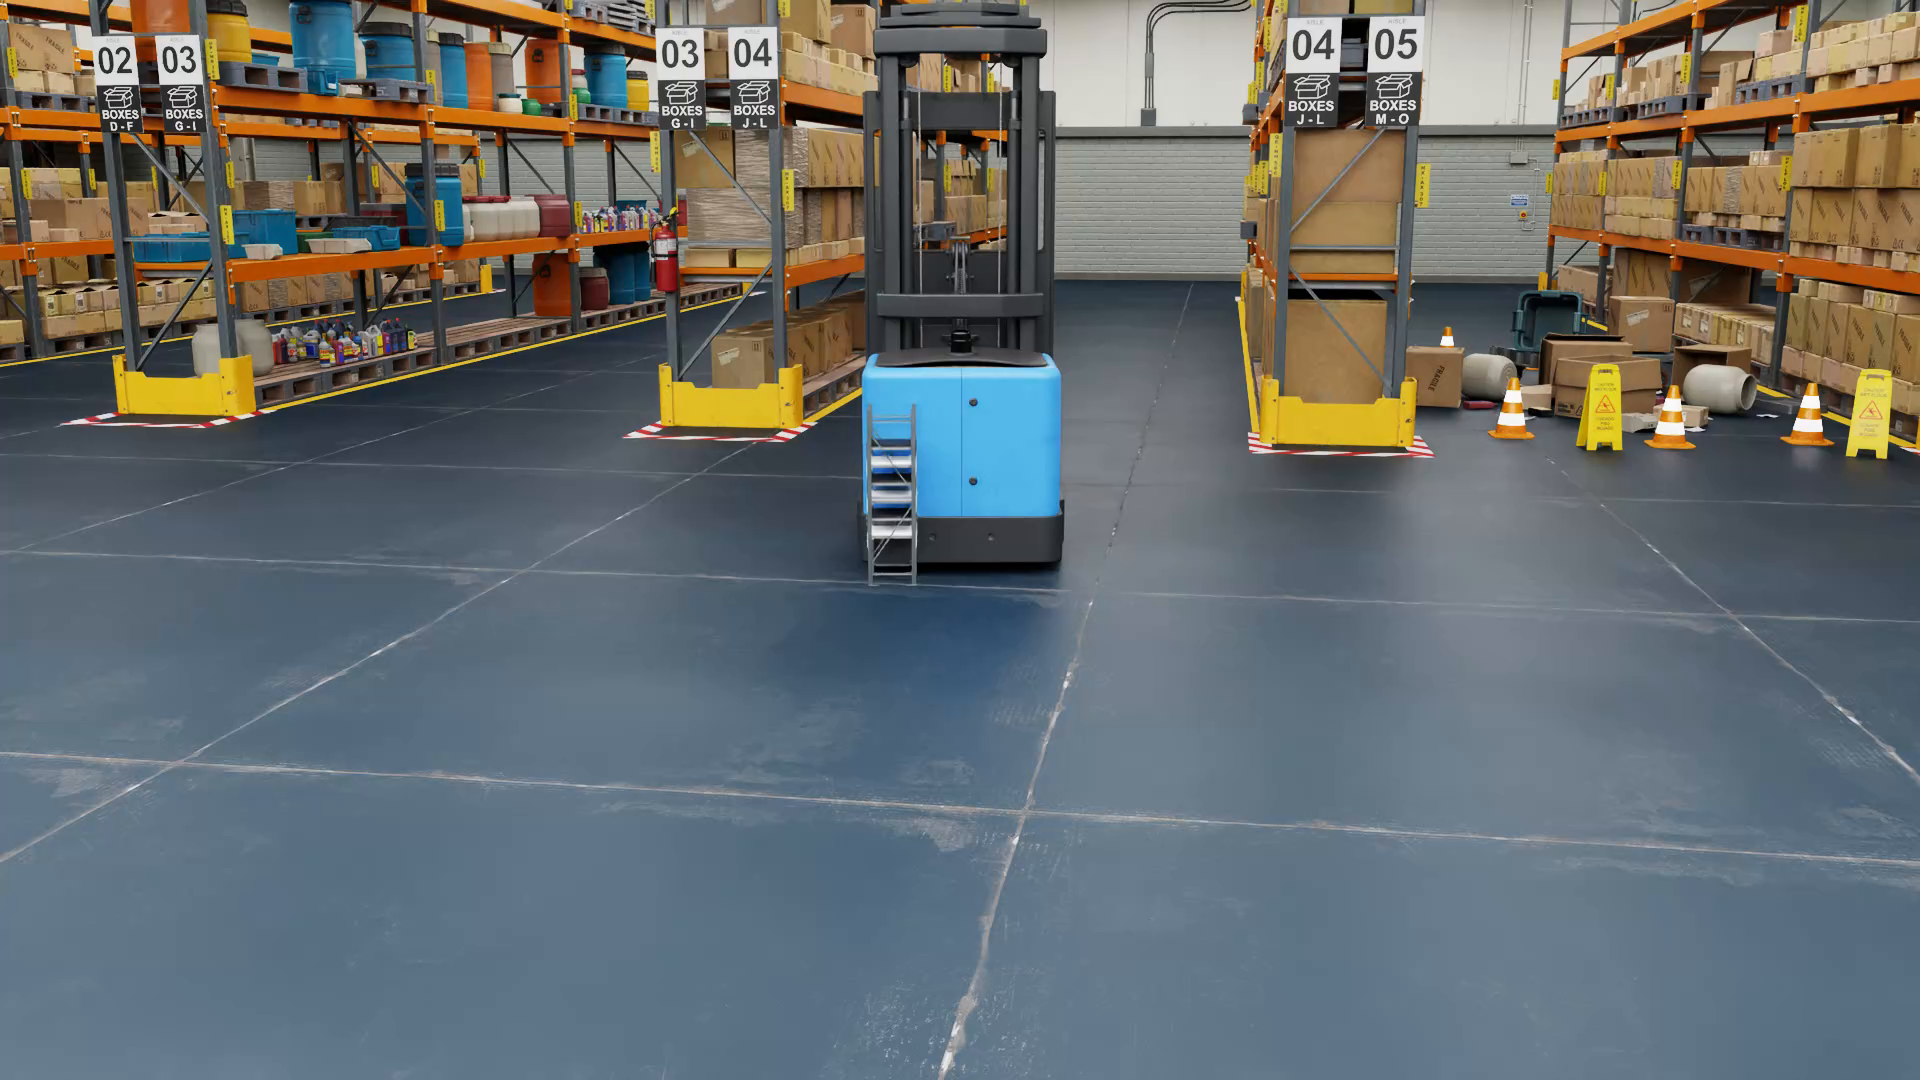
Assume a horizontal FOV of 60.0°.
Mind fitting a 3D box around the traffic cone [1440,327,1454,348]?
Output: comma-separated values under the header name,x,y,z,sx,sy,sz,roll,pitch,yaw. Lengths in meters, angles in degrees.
name,x,y,z,sx,sy,sz,roll,pitch,yaw
traffic cone,5.268,-2.066,17.982,0.336,0.463,0.334,2,12,9

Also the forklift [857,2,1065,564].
name,x,y,z,sx,sy,sz,roll,pitch,yaw
forklift,-0.007,-1.565,9.796,1.130,2.935,3.031,0,12,-1

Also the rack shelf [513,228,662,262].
name,x,y,z,sx,sy,sz,roll,pitch,yaw
rack shelf,-5.287,-4.315,24.105,1.077,0.370,4.000,2,12,9

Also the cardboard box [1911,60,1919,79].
name,x,y,z,sx,sy,sz,roll,pitch,yaw
cardboard box,7.816,-3.742,13.212,0.380,0.149,0.250,2,12,8

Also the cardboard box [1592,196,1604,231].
name,x,y,z,sx,sy,sz,roll,pitch,yaw
cardboard box,9.526,-4.756,24.203,0.500,0.500,0.500,2,12,9

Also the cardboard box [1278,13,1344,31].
name,x,y,z,sx,sy,sz,roll,pitch,yaw
cardboard box,2.832,-4.251,13.394,0.500,0.250,0.500,2,12,9

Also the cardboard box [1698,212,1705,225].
name,x,y,z,sx,sy,sz,roll,pitch,yaw
cardboard box,8.694,-3.677,19.034,0.380,0.149,0.250,1,12,5

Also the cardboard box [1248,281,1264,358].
name,x,y,z,sx,sy,sz,roll,pitch,yaw
cardboard box,3.576,-2.314,17.452,1.050,0.750,0.750,2,12,8

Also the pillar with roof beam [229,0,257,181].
name,x,y,z,sx,sy,sz,roll,pitch,yaw
pillar with roof beam,-10.339,-9.620,32.773,9.100,9.000,0.400,2,12,9

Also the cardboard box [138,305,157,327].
name,x,y,z,sx,sy,sz,roll,pitch,yaw
cardboard box,-10.561,-2.837,21.066,0.500,0.250,0.500,2,12,10

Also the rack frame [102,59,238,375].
name,x,y,z,sx,sy,sz,roll,pitch,yaw
rack frame,-6.825,-2.585,14.370,1.000,3.000,0.127,2,12,9

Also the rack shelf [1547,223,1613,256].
name,x,y,z,sx,sy,sz,roll,pitch,yaw
rack shelf,10.014,-4.667,25.735,1.077,0.370,4.000,2,12,9

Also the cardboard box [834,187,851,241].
name,x,y,z,sx,sy,sz,roll,pitch,yaw
cardboard box,-1.535,-3.150,16.046,0.875,0.500,0.500,2,12,9

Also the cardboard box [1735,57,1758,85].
name,x,y,z,sx,sy,sz,roll,pitch,yaw
cardboard box,8.885,-4.968,18.059,0.797,0.503,0.637,2,12,9

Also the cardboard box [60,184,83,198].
name,x,y,z,sx,sy,sz,roll,pitch,yaw
cardboard box,-14.590,-5.504,26.923,0.500,0.500,0.500,2,12,8

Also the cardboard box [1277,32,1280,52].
name,x,y,z,sx,sy,sz,roll,pitch,yaw
cardboard box,2.827,-4.133,13.794,0.380,0.149,0.250,2,12,8

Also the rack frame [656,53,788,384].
name,x,y,z,sx,sy,sz,roll,pitch,yaw
rack frame,-1.931,-2.425,13.626,1.000,3.000,0.127,2,12,9

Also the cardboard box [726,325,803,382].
name,x,y,z,sx,sy,sz,roll,pitch,yaw
cardboard box,-1.760,-1.663,15.028,0.500,0.500,0.500,5,13,23

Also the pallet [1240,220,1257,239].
name,x,y,z,sx,sy,sz,roll,pitch,yaw
pallet,4.189,-3.967,21.234,1.213,0.211,1.003,2,12,9

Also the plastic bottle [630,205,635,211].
name,x,y,z,sx,sy,sz,roll,pitch,yaw
plastic bottle,-4.940,-4.862,25.051,0.144,0.351,0.185,2,12,9

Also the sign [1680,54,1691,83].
name,x,y,z,sx,sy,sz,roll,pitch,yaw
sign,8.544,-5.547,19.576,0.100,0.325,0.005,2,12,9

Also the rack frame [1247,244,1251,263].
name,x,y,z,sx,sy,sz,roll,pitch,yaw
rack frame,5.415,-5.574,28.237,1.000,3.000,0.127,2,12,9

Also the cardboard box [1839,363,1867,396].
name,x,y,z,sx,sy,sz,roll,pitch,yaw
cardboard box,7.882,-1.359,14.208,0.500,0.250,0.500,1,12,7

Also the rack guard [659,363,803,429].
name,x,y,z,sx,sy,sz,roll,pitch,yaw
rack guard,-1.919,-1.219,13.962,1.175,0.500,0.348,2,12,9

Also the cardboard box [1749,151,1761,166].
name,x,y,z,sx,sy,sz,roll,pitch,yaw
cardboard box,8.436,-3.958,17.261,0.380,0.149,0.250,1,12,6

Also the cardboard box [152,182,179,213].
name,x,y,z,sx,sy,sz,roll,pitch,yaw
cardboard box,-14.449,-5.967,29.349,0.980,0.700,0.700,1,12,6

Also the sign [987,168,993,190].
name,x,y,z,sx,sy,sz,roll,pitch,yaw
sign,0.452,-5.435,25.031,0.100,0.325,0.005,2,12,9

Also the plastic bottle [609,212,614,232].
name,x,y,z,sx,sy,sz,roll,pitch,yaw
plastic bottle,-4.986,-4.531,23.704,0.097,0.271,0.097,0,12,0

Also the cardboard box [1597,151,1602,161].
name,x,y,z,sx,sy,sz,roll,pitch,yaw
cardboard box,9.657,-5.687,24.613,0.380,0.149,0.250,2,12,8

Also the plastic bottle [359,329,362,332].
name,x,y,z,sx,sy,sz,roll,pitch,yaw
plastic bottle,-6.208,-2.053,17.302,0.061,0.283,0.133,2,12,9

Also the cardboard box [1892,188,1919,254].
name,x,y,z,sx,sy,sz,roll,pitch,yaw
cardboard box,7.754,-2.524,13.143,0.500,0.500,0.500,2,12,9

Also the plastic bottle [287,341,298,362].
name,x,y,z,sx,sy,sz,roll,pitch,yaw
plastic bottle,-6.762,-1.909,16.831,0.097,0.201,0.097,0,12,0

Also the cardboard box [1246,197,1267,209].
name,x,y,z,sx,sy,sz,roll,pitch,yaw
cardboard box,3.811,-4.254,21.006,0.380,0.149,0.250,2,12,10

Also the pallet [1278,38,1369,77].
name,x,y,z,sx,sy,sz,roll,pitch,yaw
pallet,3.058,-3.821,13.194,1.003,0.211,1.213,2,12,9

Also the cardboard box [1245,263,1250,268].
name,x,y,z,sx,sy,sz,roll,pitch,yaw
cardboard box,4.999,-4.578,27.976,0.380,0.149,0.250,1,12,6

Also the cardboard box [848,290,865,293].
name,x,y,z,sx,sy,sz,roll,pitch,yaw
cardboard box,-0.937,-2.709,19.834,0.700,0.500,0.500,3,13,13

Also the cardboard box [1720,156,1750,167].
name,x,y,z,sx,sy,sz,roll,pitch,yaw
cardboard box,9.409,-4.402,20.187,0.500,0.500,0.500,1,12,7

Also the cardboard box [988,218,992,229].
name,x,y,z,sx,sy,sz,roll,pitch,yaw
cardboard box,0.289,-4.851,25.479,0.380,0.149,0.250,2,12,9

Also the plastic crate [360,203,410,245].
name,x,y,z,sx,sy,sz,roll,pitch,yaw
plastic crate,-6.438,-3.560,18.741,0.402,0.464,0.583,2,12,9

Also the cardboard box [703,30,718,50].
name,x,y,z,sx,sy,sz,roll,pitch,yaw
cardboard box,-2.197,-4.081,13.599,0.380,0.149,0.250,2,12,9

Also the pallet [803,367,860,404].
name,x,y,z,sx,sy,sz,roll,pitch,yaw
pallet,-1.569,-1.499,15.947,1.003,0.211,1.213,2,12,9

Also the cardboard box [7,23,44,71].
name,x,y,z,sx,sy,sz,roll,pitch,yaw
cardboard box,-10.970,-5.671,19.149,0.500,0.500,0.500,2,12,9

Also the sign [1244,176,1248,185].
name,x,y,z,sx,sy,sz,roll,pitch,yaw
sign,4.879,-6.015,28.227,0.100,0.325,0.005,2,12,9

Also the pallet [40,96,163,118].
name,x,y,z,sx,sy,sz,roll,pitch,yaw
pallet,-10.673,-5.409,20.800,1.003,0.211,1.213,2,12,11

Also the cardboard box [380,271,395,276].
name,x,y,z,sx,sy,sz,roll,pitch,yaw
cardboard box,-9.951,-4.429,28.264,0.500,0.311,0.500,2,12,9

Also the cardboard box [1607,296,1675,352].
name,x,y,z,sx,sy,sz,roll,pitch,yaw
cardboard box,6.713,-2.136,16.422,0.500,0.500,0.500,2,12,9

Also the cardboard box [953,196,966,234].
name,x,y,z,sx,sy,sz,roll,pitch,yaw
cardboard box,-0.204,-4.446,22.765,0.500,0.500,0.500,2,12,8

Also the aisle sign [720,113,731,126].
name,x,y,z,sx,sy,sz,roll,pitch,yaw
aisle sign,-4.064,-7.192,29.577,0.394,0.787,0.004,2,12,9

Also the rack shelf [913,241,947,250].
name,x,y,z,sx,sy,sz,roll,pitch,yaw
rack shelf,-1.008,-3.322,19.497,1.077,0.370,4.000,2,12,9

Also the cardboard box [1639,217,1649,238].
name,x,y,z,sx,sy,sz,roll,pitch,yaw
cardboard box,9.069,-4.021,21.386,0.500,0.250,0.500,2,12,8

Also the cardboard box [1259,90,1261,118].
name,x,y,z,sx,sy,sz,roll,pitch,yaw
cardboard box,4.086,-5.655,21.258,0.500,0.500,0.500,2,12,9

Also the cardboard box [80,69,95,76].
name,x,y,z,sx,sy,sz,roll,pitch,yaw
cardboard box,-14.382,-7.558,27.663,0.500,0.500,0.500,2,12,8

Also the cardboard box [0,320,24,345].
name,x,y,z,sx,sy,sz,roll,pitch,yaw
cardboard box,-10.959,-2.337,18.747,0.500,0.250,0.500,2,12,9

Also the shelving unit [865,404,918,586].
name,x,y,z,sx,sy,sz,roll,pitch,yaw
shelving unit,-0.343,-0.229,8.417,0.258,0.900,0.210,0,12,-1

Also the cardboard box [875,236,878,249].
name,x,y,z,sx,sy,sz,roll,pitch,yaw
cardboard box,-1.058,-3.081,17.264,0.380,0.149,0.250,2,12,9

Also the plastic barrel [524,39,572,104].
name,x,y,z,sx,sy,sz,roll,pitch,yaw
plastic barrel,-5.504,-6.250,22.240,0.600,0.830,0.708,2,12,9

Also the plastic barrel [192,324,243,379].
name,x,y,z,sx,sy,sz,roll,pitch,yaw
plastic barrel,-6.799,-1.714,15.235,0.421,0.512,0.421,0,12,0

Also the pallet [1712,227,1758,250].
name,x,y,z,sx,sy,sz,roll,pitch,yaw
pallet,8.828,-3.262,17.965,1.003,0.211,1.213,2,12,9
